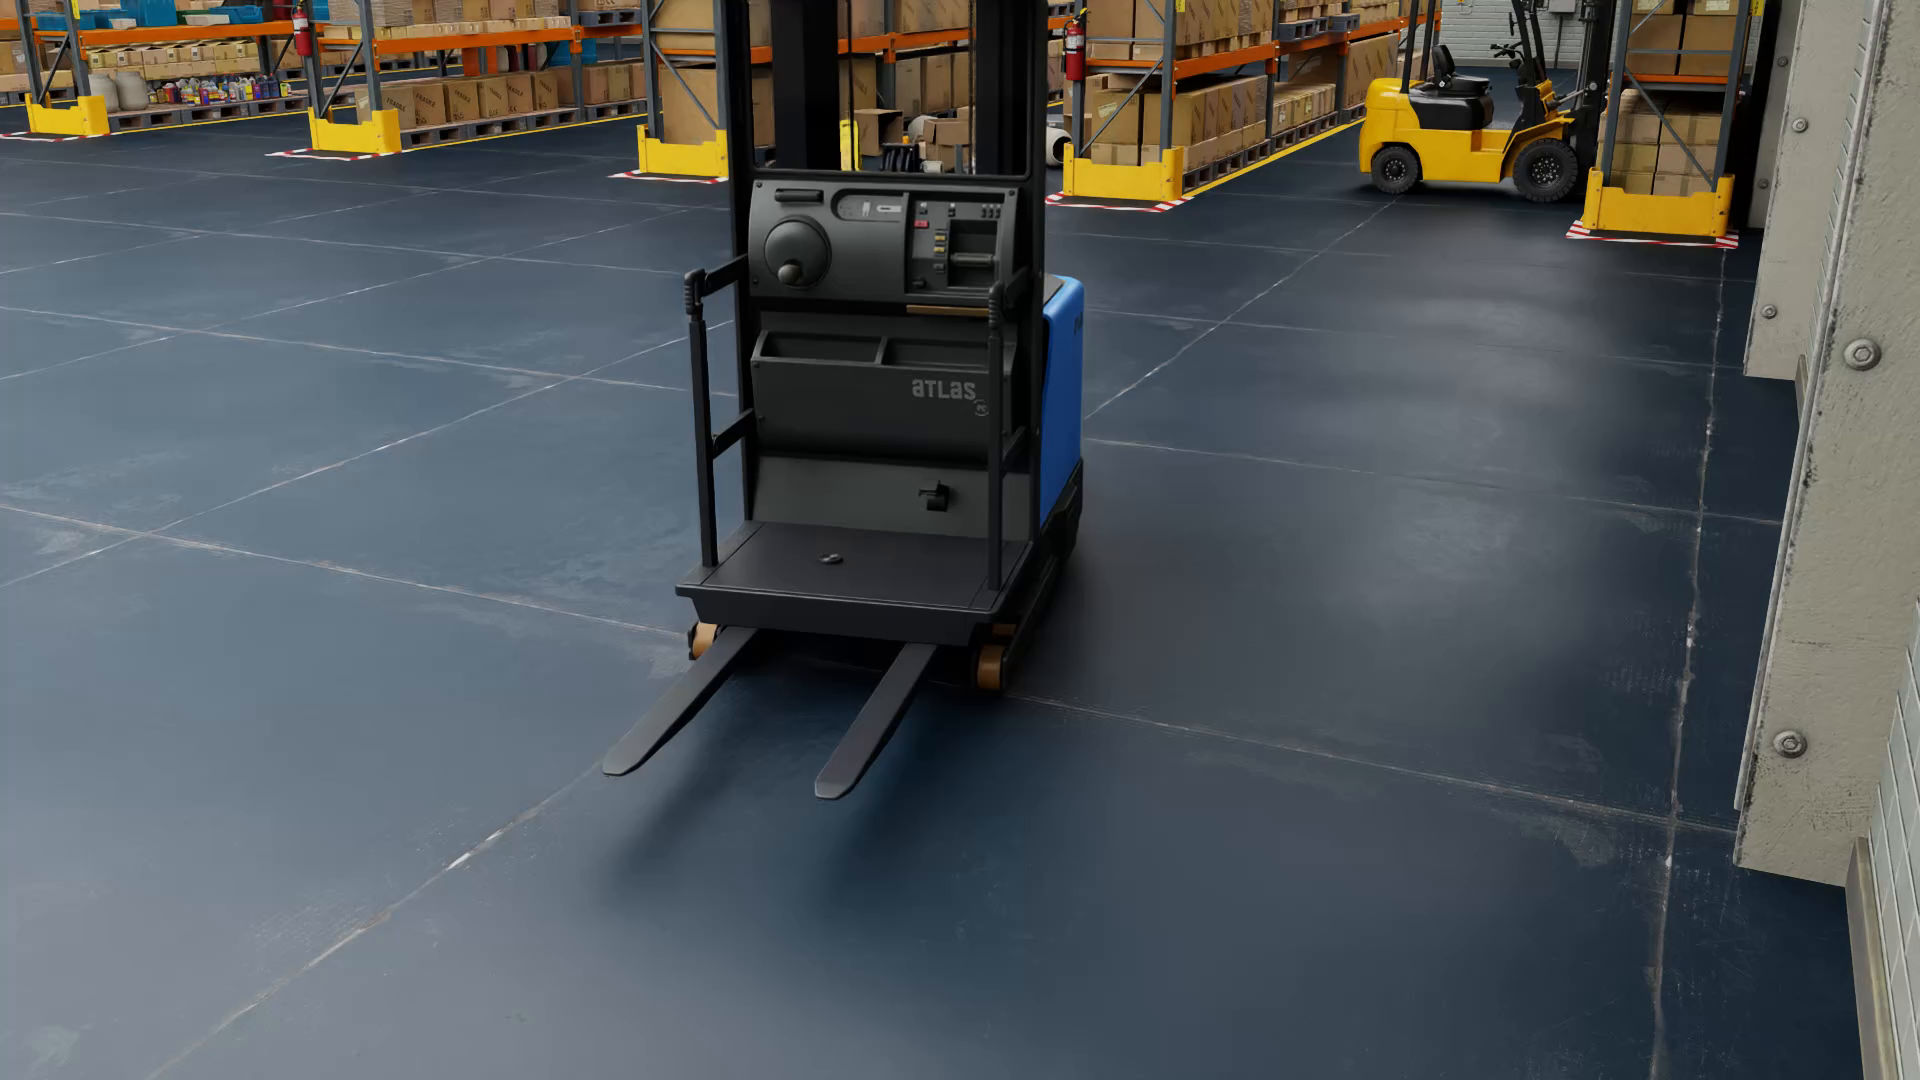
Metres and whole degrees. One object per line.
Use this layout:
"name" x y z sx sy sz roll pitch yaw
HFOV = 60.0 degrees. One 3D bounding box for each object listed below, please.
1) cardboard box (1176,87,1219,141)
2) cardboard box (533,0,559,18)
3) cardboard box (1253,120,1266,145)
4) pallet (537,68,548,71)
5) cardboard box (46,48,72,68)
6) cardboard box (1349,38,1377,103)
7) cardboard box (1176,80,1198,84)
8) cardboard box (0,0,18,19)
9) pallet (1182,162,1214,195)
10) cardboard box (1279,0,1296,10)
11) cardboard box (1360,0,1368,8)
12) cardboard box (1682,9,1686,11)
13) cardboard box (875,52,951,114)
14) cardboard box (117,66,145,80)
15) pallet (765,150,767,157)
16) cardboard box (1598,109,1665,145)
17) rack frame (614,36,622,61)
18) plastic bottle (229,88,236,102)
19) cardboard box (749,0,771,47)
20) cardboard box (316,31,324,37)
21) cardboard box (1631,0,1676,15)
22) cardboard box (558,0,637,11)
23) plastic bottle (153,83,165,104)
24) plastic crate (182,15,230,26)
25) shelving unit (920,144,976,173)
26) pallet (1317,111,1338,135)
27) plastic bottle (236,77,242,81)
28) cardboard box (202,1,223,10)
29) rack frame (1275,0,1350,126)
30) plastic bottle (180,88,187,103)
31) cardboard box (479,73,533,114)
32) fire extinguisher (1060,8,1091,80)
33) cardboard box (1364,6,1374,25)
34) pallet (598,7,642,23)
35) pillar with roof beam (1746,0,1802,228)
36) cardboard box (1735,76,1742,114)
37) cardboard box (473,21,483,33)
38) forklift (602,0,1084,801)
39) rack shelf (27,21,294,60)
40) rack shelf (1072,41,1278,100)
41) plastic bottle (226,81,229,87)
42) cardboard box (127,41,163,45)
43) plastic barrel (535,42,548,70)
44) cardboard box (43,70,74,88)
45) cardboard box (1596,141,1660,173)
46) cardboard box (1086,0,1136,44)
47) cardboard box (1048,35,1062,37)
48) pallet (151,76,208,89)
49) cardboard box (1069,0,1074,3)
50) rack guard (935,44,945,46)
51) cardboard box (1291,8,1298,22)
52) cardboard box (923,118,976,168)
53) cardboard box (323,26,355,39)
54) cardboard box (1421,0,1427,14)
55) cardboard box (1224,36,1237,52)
"cardboard box" 2.391 -4.465 17.404 0.500 0.500 0.500 8 21 21
"cardboard box" -6.054 -7.473 22.913 0.875 0.500 0.500 9 21 23
"cardboard box" 3.230 -4.740 19.298 0.500 0.250 0.500 10 22 25
"pallet" -7.909 -8.622 30.898 1.003 0.211 1.213 9 21 23
"cardboard box" -14.946 -8.105 27.923 0.500 0.311 0.500 9 21 23
"cardboard box" 5.593 -6.947 24.570 0.875 0.875 0.875 9 21 23
"cardboard box" 2.317 -4.844 18.471 0.500 0.500 0.500 10 22 26
"cardboard box" -15.236 -8.524 26.312 0.700 0.500 0.500 8 21 22
"pallet" 1.985 -3.786 17.298 1.003 0.211 1.213 9 21 23
"cardboard box" 3.681 -6.545 19.675 0.500 0.500 0.500 9 22 24
"cardboard box" 5.511 -7.722 23.683 0.500 0.250 0.500 9 22 24
"cardboard box" 6.512 -4.700 15.560 0.500 0.500 0.500 8 21 22
"cardboard box" -0.760 -6.338 23.045 1.050 0.750 0.750 9 21 23
"cardboard box" -14.248 -7.923 28.249 0.500 0.250 0.500 9 22 24
"pallet" -2.211 -4.794 20.134 1.003 0.211 1.213 9 21 23
"cardboard box" 6.023 -3.710 14.908 0.500 0.250 0.500 9 22 25
"rack frame" -7.056 -10.540 32.130 1.000 3.000 0.127 9 21 23
"plastic bottle" -10.638 -6.501 24.291 0.097 0.201 0.097 0 20 0
"cardboard box" -2.652 -5.842 18.697 0.875 0.550 0.550 9 21 23
"cardboard box" -12.609 -10.031 32.651 0.500 0.250 0.500 8 21 22
"cardboard box" 6.006 -4.650 14.450 0.380 0.149 0.250 9 21 23
"cardboard box" -5.361 -8.119 23.801 1.000 1.000 1.000 9 21 23
"plastic bottle" -11.587 -6.459 24.052 0.061 0.283 0.133 9 22 24
"plastic crate" -10.766 -7.439 23.805 0.530 0.136 0.437 9 21 23
"shelving unit" 0.093 -0.957 7.420 0.431 1.500 0.755 4 20 12
"pallet" 4.544 -5.726 22.754 1.003 0.211 1.213 9 21 23
"plastic bottle" -10.970 -6.879 25.243 0.152 0.276 0.135 9 22 25
"cardboard box" -13.328 -9.567 29.769 0.380 0.149 0.250 9 21 23
"rack frame" 4.865 -7.278 22.958 1.000 3.000 0.127 9 21 23
"plastic bottle" -11.312 -6.487 24.252 0.097 0.201 0.097 0 20 0
"cardboard box" -6.242 -6.142 22.868 0.500 0.500 0.500 17 26 40
"fire extinguisher" 1.122 -4.824 16.173 0.296 0.674 0.183 9 21 23
"cardboard box" 5.709 -7.642 24.203 0.500 0.250 0.500 9 22 24
"pallet" -4.949 -7.937 25.096 1.003 0.211 1.213 9 21 23
"pillar with roof beam" 3.299 -7.659 15.076 9.100 9.000 0.400 9 21 23
"cardboard box" 10.259 -6.018 22.517 0.500 0.500 0.500 10 22 25
"cardboard box" -6.434 -6.668 21.618 0.380 0.149 0.250 9 21 23
"forklift" -0.310 -1.008 5.428 1.130 2.935 3.031 4 20 12
"rack shelf" -11.151 -7.145 23.655 1.077 0.370 4.000 9 21 23
"rack shelf" 2.408 -5.105 17.921 1.077 0.370 4.000 9 21 23
"plastic bottle" -10.712 -6.594 24.430 0.061 0.283 0.133 9 21 23
"cardboard box" -16.947 -10.336 34.136 0.750 0.750 0.750 8 21 22
"plastic barrel" -7.898 -9.025 30.956 0.421 0.512 0.421 0 20 0
"cardboard box" -14.840 -7.506 27.076 0.500 0.250 0.500 9 21 23
"cardboard box" 6.033 -3.482 15.015 0.500 0.250 0.500 8 21 22
"cardboard box" 1.560 -5.224 16.587 0.500 0.500 0.500 8 21 22
"cardboard box" 1.402 -8.333 27.909 0.500 0.250 0.500 8 21 20
"pallet" -14.086 -8.067 29.336 1.003 0.211 1.213 9 21 23
"cardboard box" 1.651 -8.848 27.121 0.380 0.149 0.250 7 21 20
"rack guard" -0.890 -9.913 34.097 1.175 0.500 0.348 9 21 23
"cardboard box" 3.852 -6.336 20.056 0.380 0.149 0.250 9 21 24
"cardboard box" -0.001 -4.541 18.986 0.797 0.503 0.637 -5 20 -15
"cardboard box" -7.523 -6.190 20.271 0.380 0.149 0.250 9 21 23
"cardboard box" 7.565 -9.118 27.980 0.500 0.500 0.500 9 22 24
"cardboard box" 2.756 -5.328 17.849 0.380 0.149 0.250 9 21 23
